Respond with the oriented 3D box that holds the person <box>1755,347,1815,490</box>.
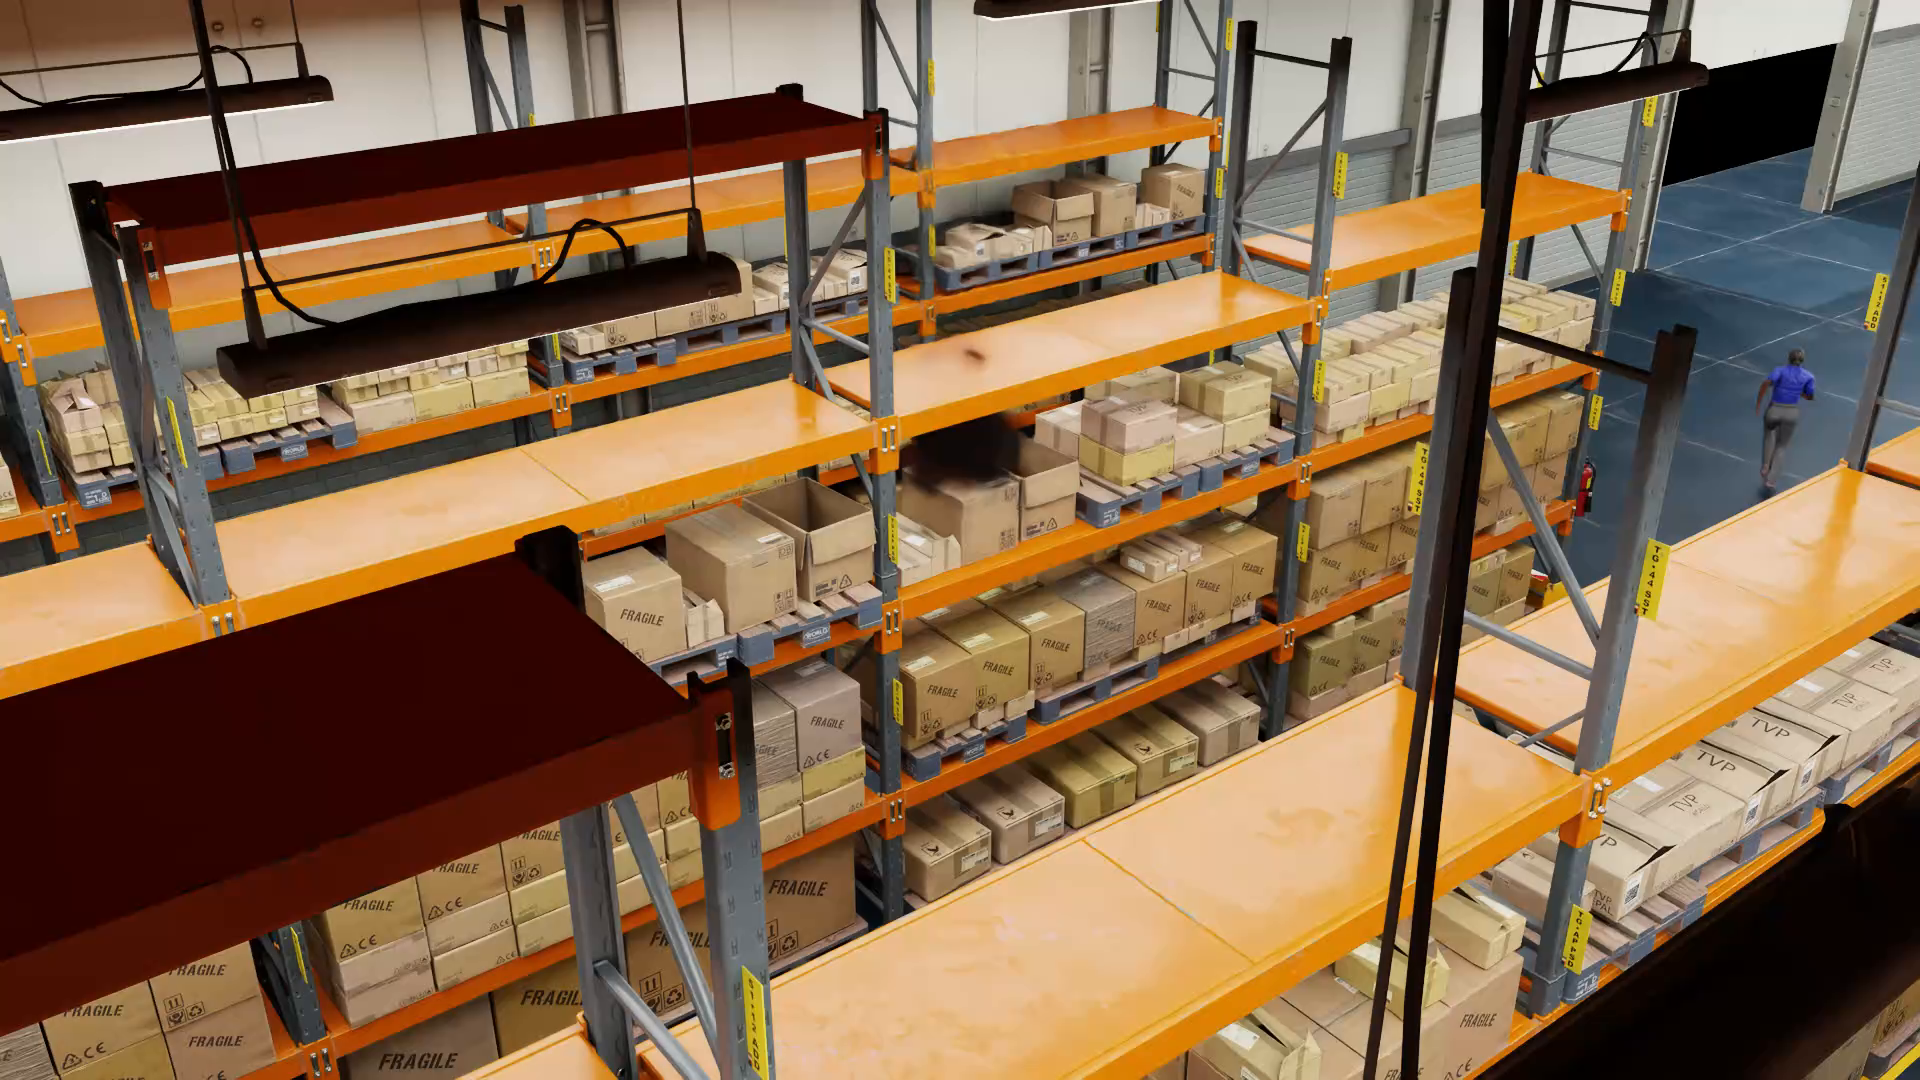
[{"bbox_3d":[9.409,-1.377,19.074,0.599,1.683,0.831,10,28,20],"label":"person"}]
